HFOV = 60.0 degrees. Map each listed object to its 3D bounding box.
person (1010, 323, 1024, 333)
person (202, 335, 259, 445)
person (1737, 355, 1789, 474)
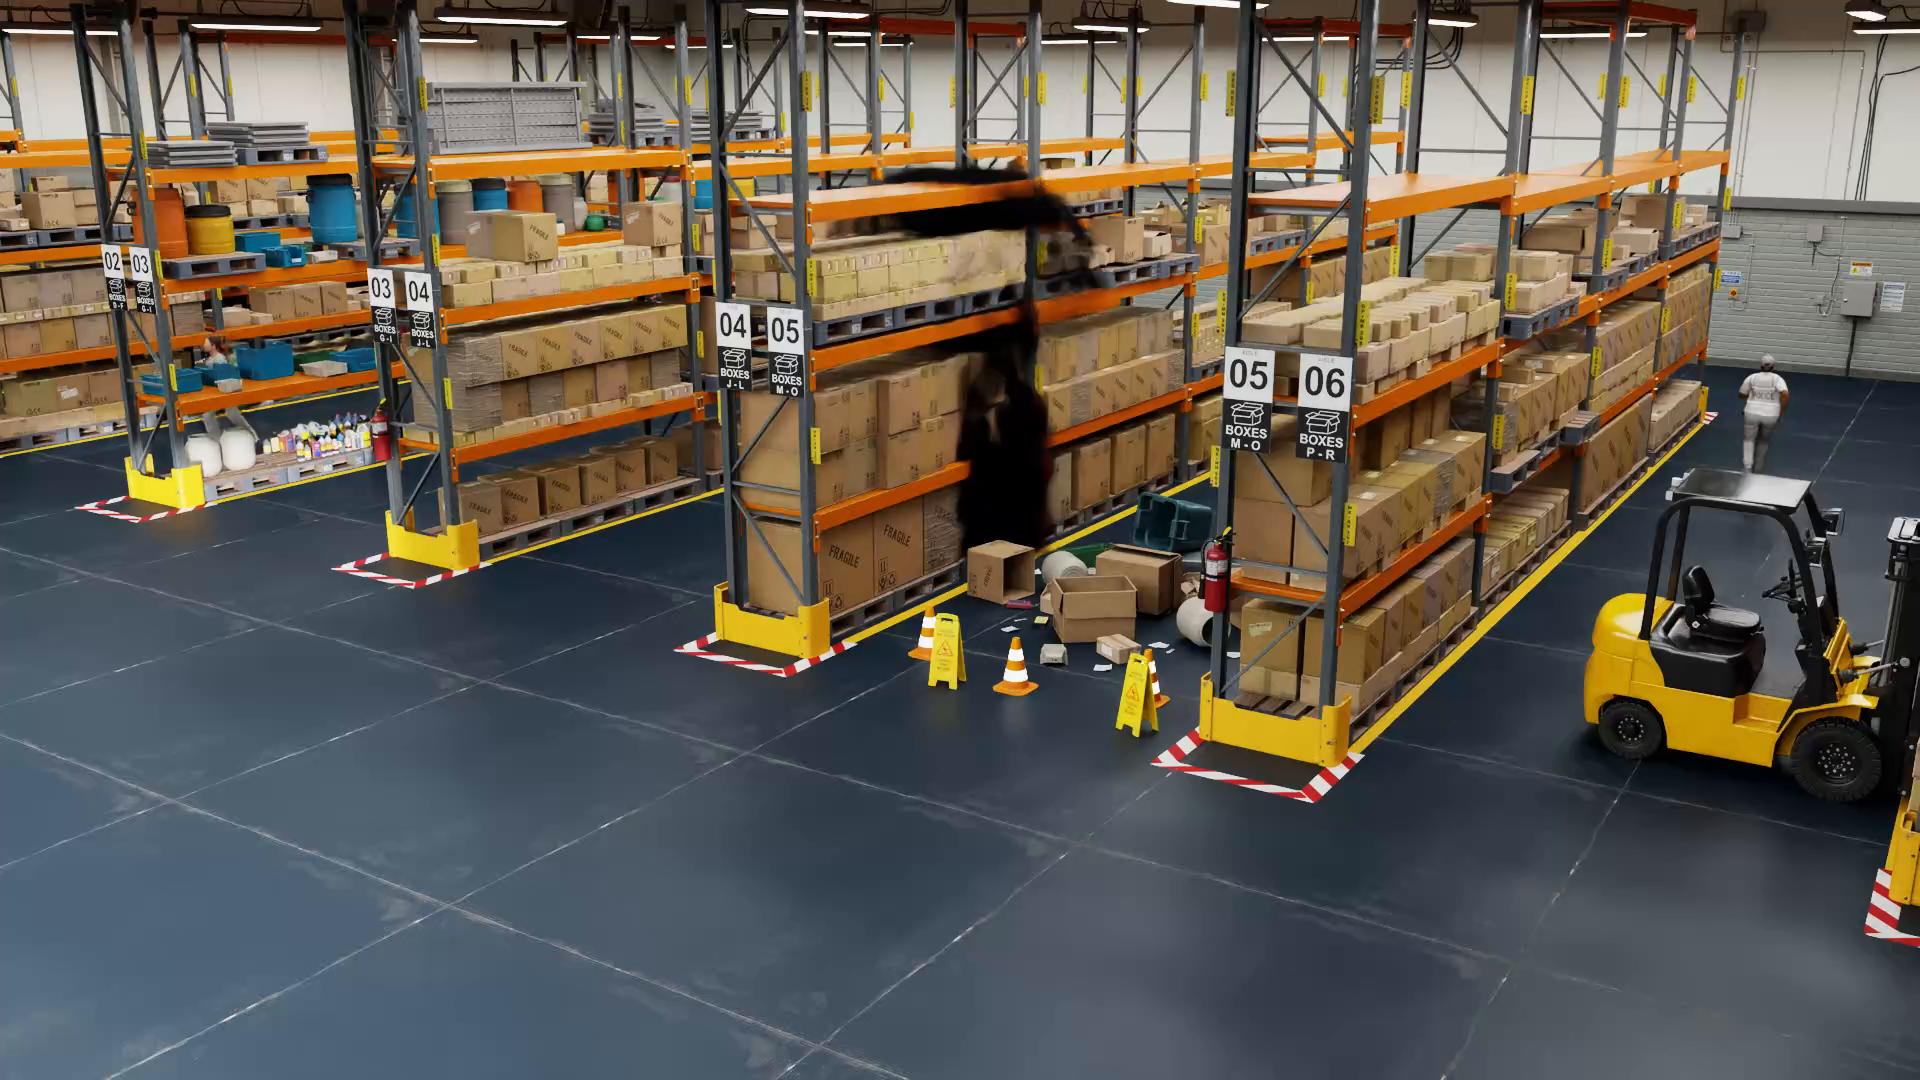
[{"bbox_3d":[0.748,-2.084,22.405,0.564,1.693,0.846,11,19,34],"label":"person"},{"bbox_3d":[-10.344,-2.046,23.451,0.766,1.706,0.551,-15,21,-43],"label":"person"},{"bbox_3d":[10.473,-1.594,21.769,0.605,1.655,0.918,7,17,24],"label":"person"}]
